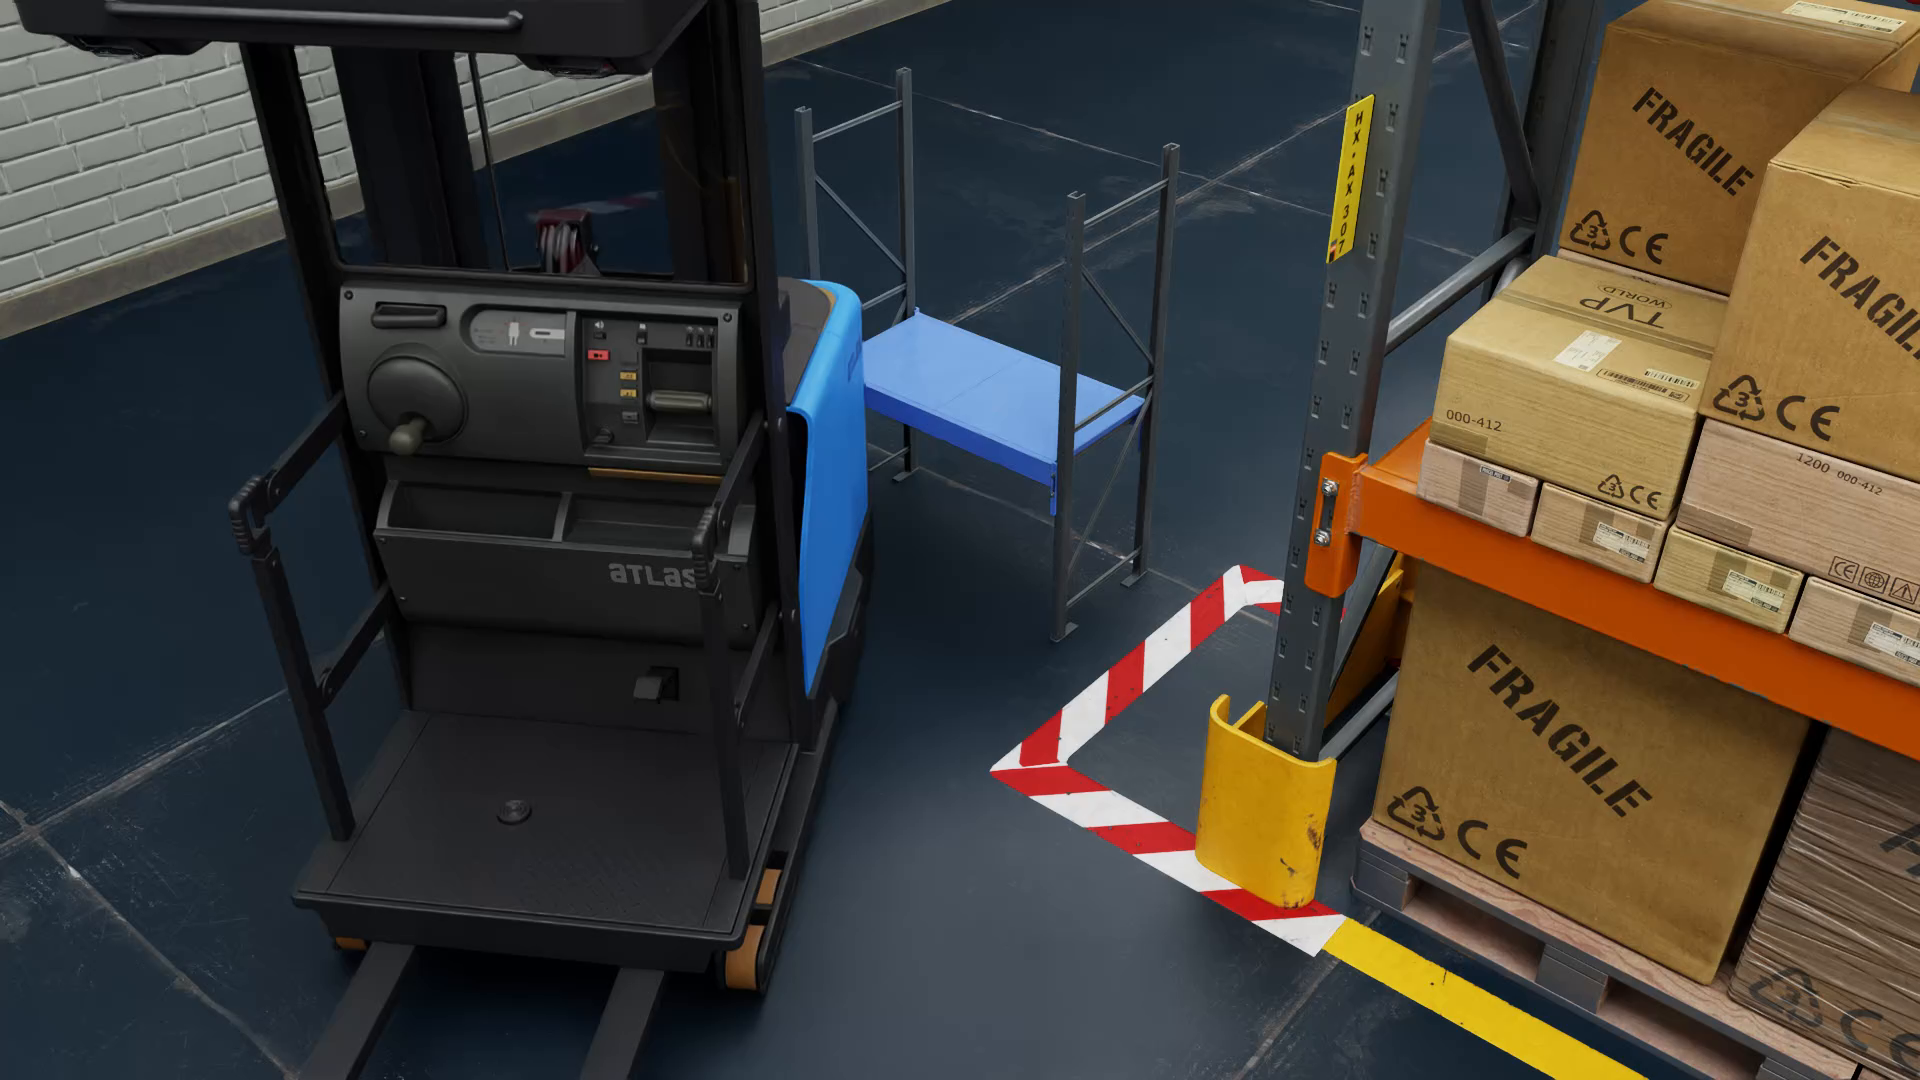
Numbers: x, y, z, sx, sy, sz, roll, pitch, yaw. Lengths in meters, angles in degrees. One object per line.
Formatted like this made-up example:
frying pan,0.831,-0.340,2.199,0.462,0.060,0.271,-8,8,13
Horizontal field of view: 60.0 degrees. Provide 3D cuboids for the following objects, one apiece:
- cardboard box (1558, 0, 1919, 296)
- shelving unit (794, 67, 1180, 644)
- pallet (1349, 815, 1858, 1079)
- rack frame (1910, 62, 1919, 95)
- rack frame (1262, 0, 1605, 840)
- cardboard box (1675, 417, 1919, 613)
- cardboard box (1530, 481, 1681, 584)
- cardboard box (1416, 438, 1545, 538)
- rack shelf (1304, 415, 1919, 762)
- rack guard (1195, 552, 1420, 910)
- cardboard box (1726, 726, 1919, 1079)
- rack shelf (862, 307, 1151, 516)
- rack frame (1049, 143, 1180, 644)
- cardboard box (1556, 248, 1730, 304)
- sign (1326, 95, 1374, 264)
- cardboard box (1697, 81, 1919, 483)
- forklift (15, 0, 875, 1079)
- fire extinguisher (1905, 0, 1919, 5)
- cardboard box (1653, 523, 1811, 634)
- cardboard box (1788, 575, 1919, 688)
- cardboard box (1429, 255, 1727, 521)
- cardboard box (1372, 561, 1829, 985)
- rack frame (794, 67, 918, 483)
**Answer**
cardboard box,1.677,-0.871,3.576,0.500,0.500,0.500,26,42,32
shelving unit,0.066,-0.587,5.280,1.048,1.500,0.538,25,42,32
pallet,1.799,0.842,4.338,1.213,0.211,1.003,25,42,32
rack frame,4.386,-2.685,7.010,0.127,3.000,1.000,25,42,32
rack frame,1.135,-0.563,3.921,0.127,3.000,1.000,25,42,32
cardboard box,1.734,-0.147,3.185,0.500,0.250,0.500,25,41,31
cardboard box,1.394,-0.095,3.461,0.250,0.149,0.380,25,41,31
cardboard box,1.196,-0.188,3.596,0.250,0.149,0.380,26,42,32
rack shelf,2.672,0.458,3.070,4.000,0.370,1.077,25,42,32
rack guard,1.116,0.458,4.641,0.348,0.500,1.175,25,42,32
cardboard box,2.377,0.666,3.637,0.875,0.875,0.875,25,42,32
rack shelf,0.066,-0.439,5.382,1.000,0.185,0.538,25,42,32
rack frame,0.456,-0.403,5.012,0.032,1.500,0.500,25,42,32
cardboard box,1.677,-0.564,3.792,0.500,0.250,0.500,25,41,31
sign,0.775,-0.714,3.305,0.005,0.325,0.100,25,42,32
cardboard box,1.715,-0.461,2.979,0.500,0.500,0.500,24,41,31
forklift,-0.982,-0.306,3.606,1.130,2.935,3.031,4,35,6
fire extinguisher,4.487,-2.791,7.562,0.183,0.674,0.296,25,42,32
cardboard box,1.591,-0.003,3.326,0.250,0.149,0.380,24,41,31
cardboard box,1.793,0.091,3.190,0.250,0.149,0.380,25,41,31
cardboard box,1.331,-0.333,3.455,0.500,0.250,0.500,24,41,31
cardboard box,1.678,0.336,4.116,0.875,0.875,0.875,25,42,32
rack frame,-0.325,-0.771,5.549,0.032,1.500,0.500,25,42,32
